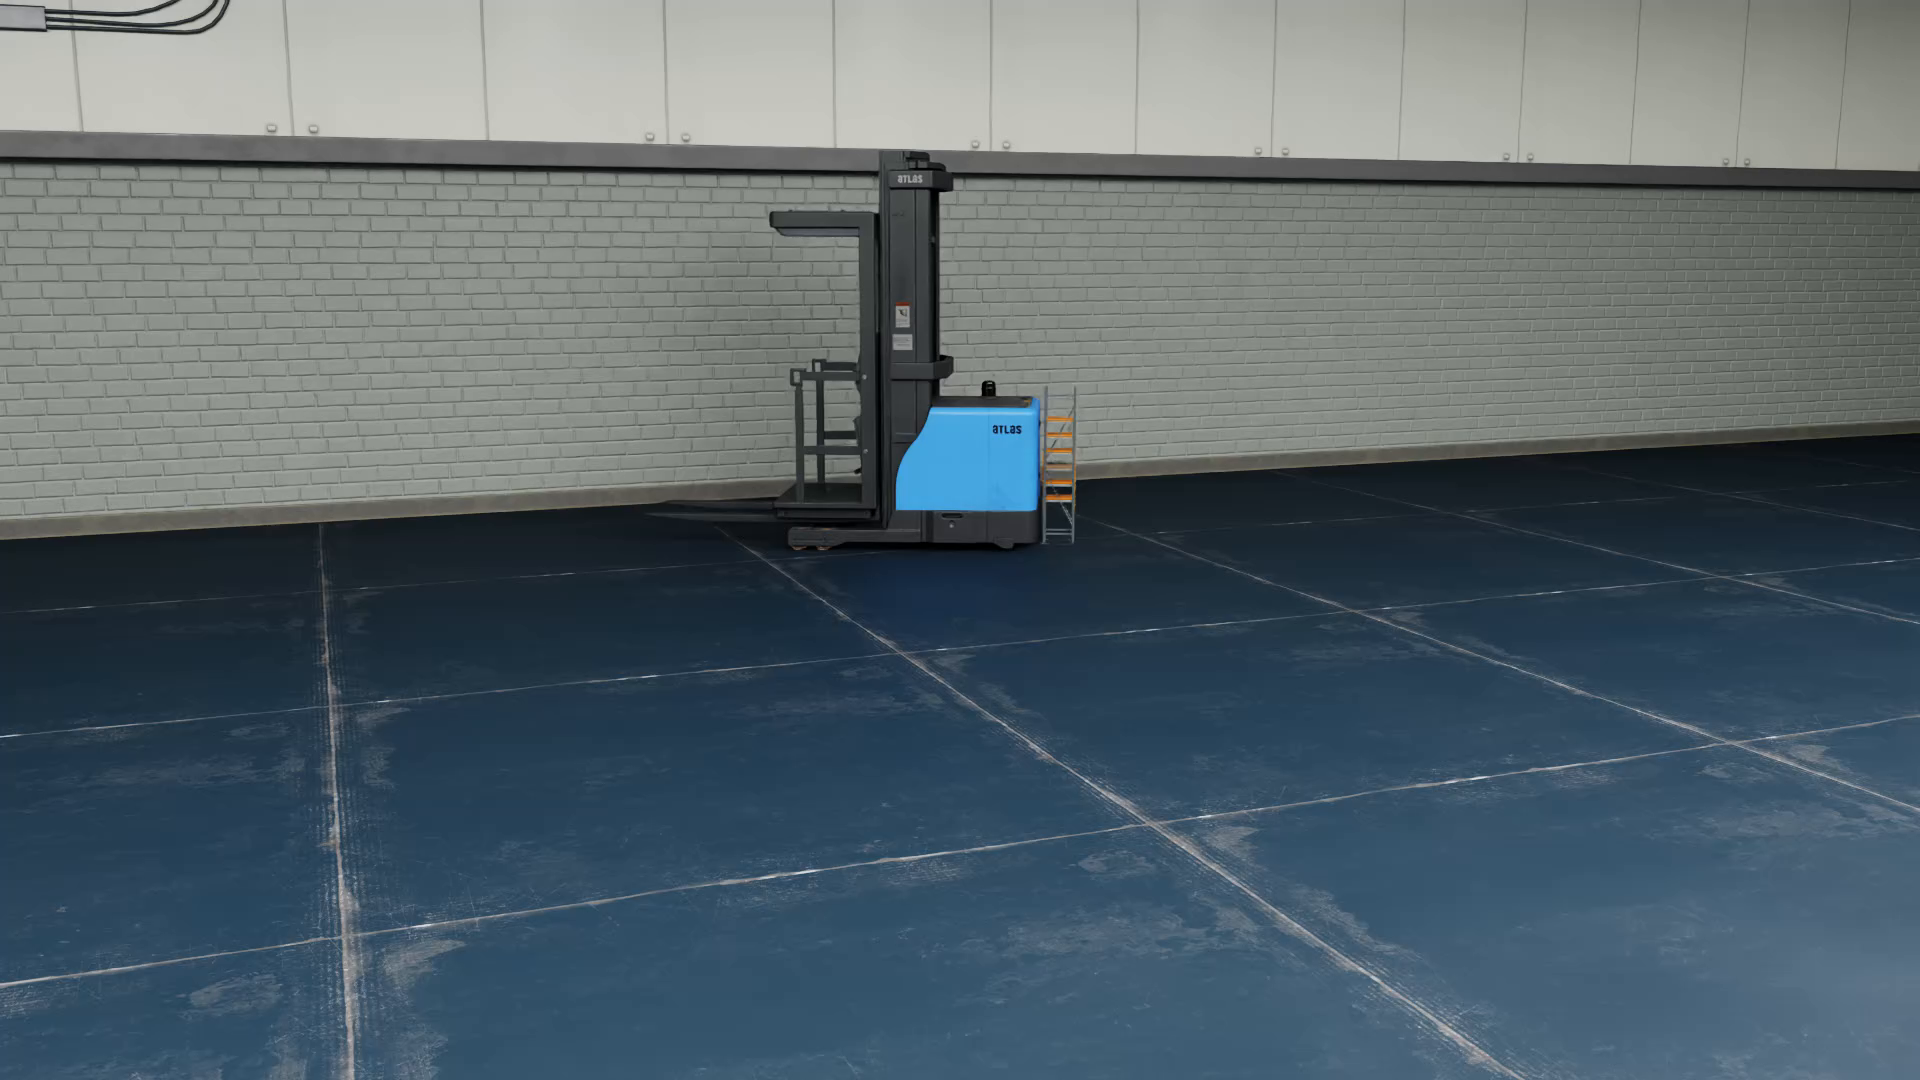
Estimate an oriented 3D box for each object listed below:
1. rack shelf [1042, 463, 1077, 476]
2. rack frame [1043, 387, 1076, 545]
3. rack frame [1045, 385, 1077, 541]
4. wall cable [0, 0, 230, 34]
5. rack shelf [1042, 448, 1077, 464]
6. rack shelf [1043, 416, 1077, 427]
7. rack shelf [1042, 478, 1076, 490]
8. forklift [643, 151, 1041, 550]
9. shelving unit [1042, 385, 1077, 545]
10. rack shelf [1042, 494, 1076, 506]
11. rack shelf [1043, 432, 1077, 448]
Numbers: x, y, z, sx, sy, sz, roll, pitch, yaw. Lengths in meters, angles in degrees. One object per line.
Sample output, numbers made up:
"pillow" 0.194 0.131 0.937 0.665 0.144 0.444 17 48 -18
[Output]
"rack shelf" 0.761 -0.529 12.719 0.258 0.103 0.180 1 10 4
"rack frame" 0.754 -0.557 12.622 0.240 1.200 0.006 1 10 4
"rack frame" 0.768 -0.589 12.801 0.240 1.200 0.006 1 10 4
"wall cable" -6.678 -6.151 12.091 2.305 6.003 0.169 -4 11 -21
"rack shelf" 0.761 -0.647 12.698 0.258 0.103 0.180 1 10 4
"rack shelf" 0.762 -0.883 12.656 0.258 0.103 0.180 1 10 4
"rack shelf" 0.760 -0.411 12.740 0.258 0.103 0.180 1 10 4
"forklift" -0.893 -1.457 12.745 3.031 2.935 1.130 1 10 4
"shelving unit" 0.761 -0.573 12.712 0.258 1.200 0.189 1 10 4
"rack shelf" 0.760 -0.293 12.761 0.258 0.103 0.180 1 10 4
"rack shelf" 0.762 -0.765 12.677 0.258 0.103 0.180 1 10 4
